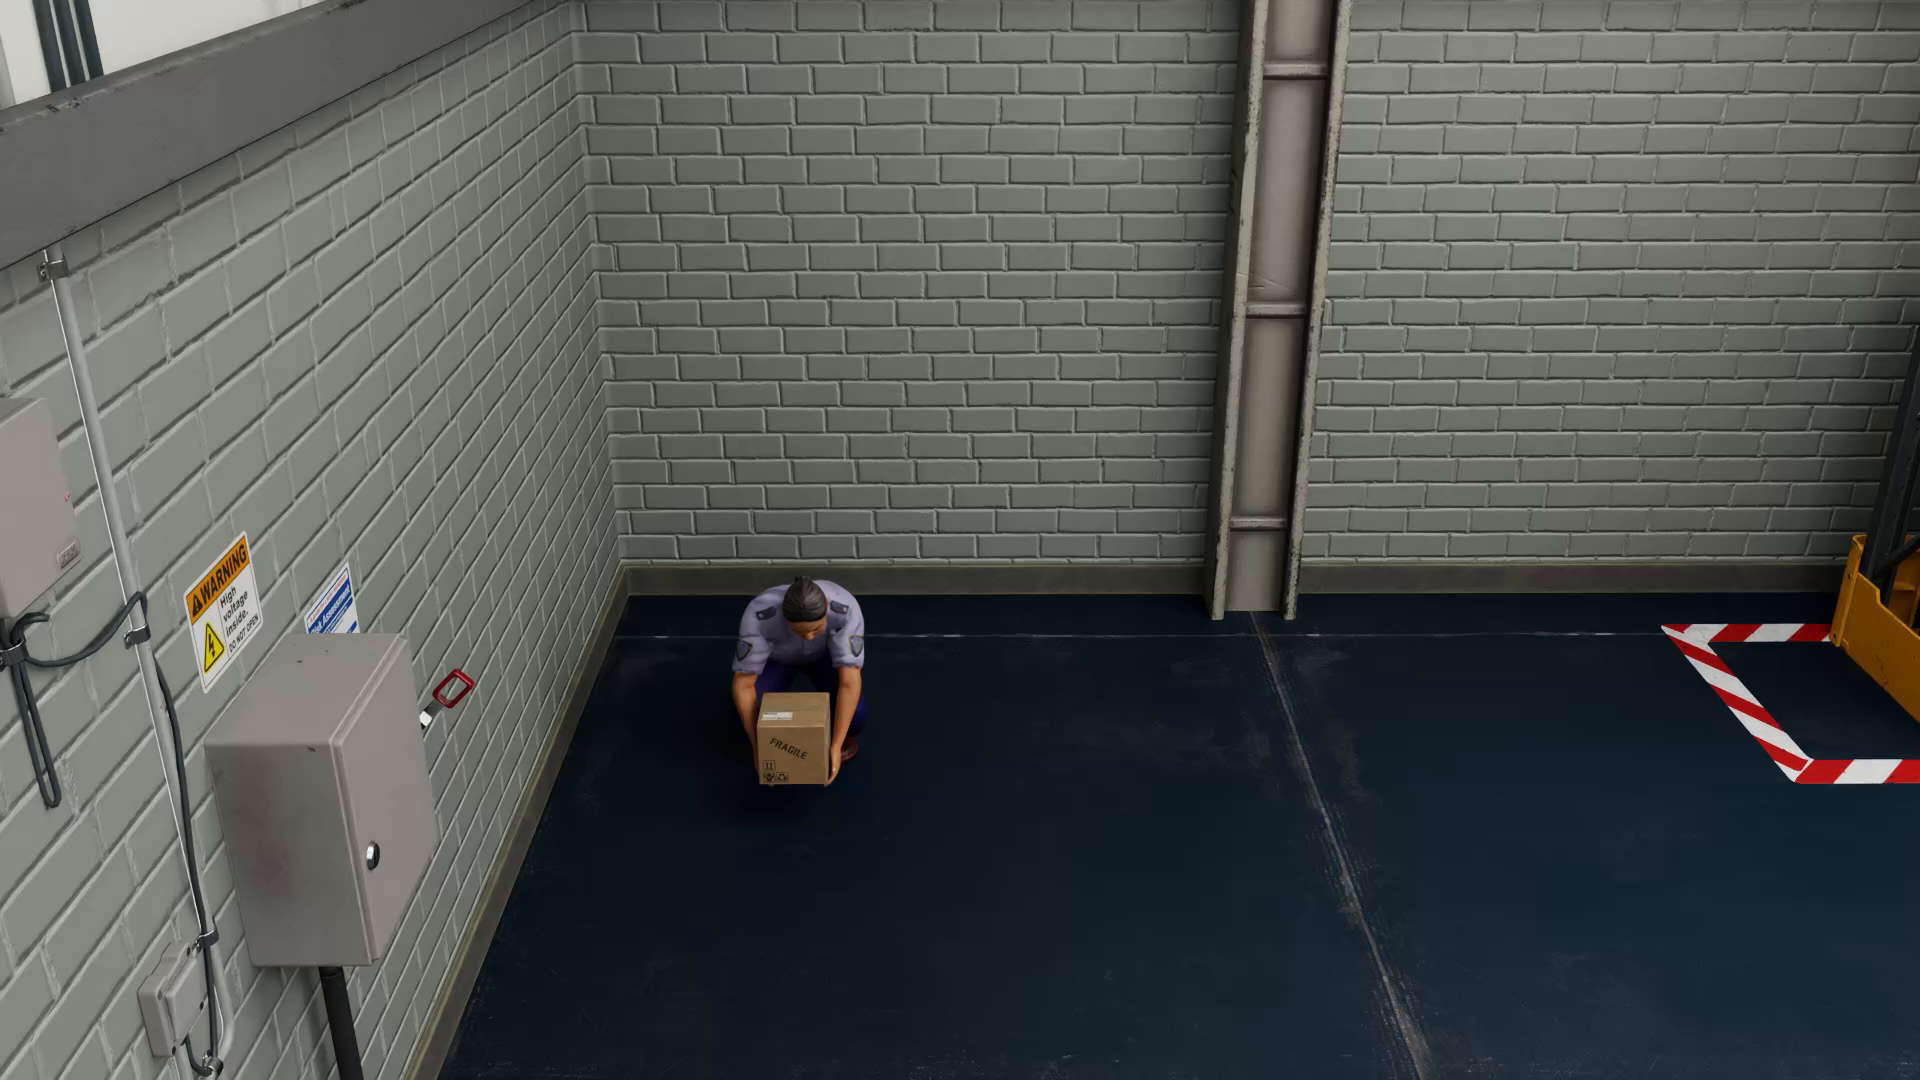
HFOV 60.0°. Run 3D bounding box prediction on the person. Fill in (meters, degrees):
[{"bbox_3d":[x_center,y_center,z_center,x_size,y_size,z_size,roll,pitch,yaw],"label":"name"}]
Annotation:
[{"bbox_3d":[-0.621,0.480,6.455,0.530,0.923,0.839,0,24,0],"label":"person"}]
